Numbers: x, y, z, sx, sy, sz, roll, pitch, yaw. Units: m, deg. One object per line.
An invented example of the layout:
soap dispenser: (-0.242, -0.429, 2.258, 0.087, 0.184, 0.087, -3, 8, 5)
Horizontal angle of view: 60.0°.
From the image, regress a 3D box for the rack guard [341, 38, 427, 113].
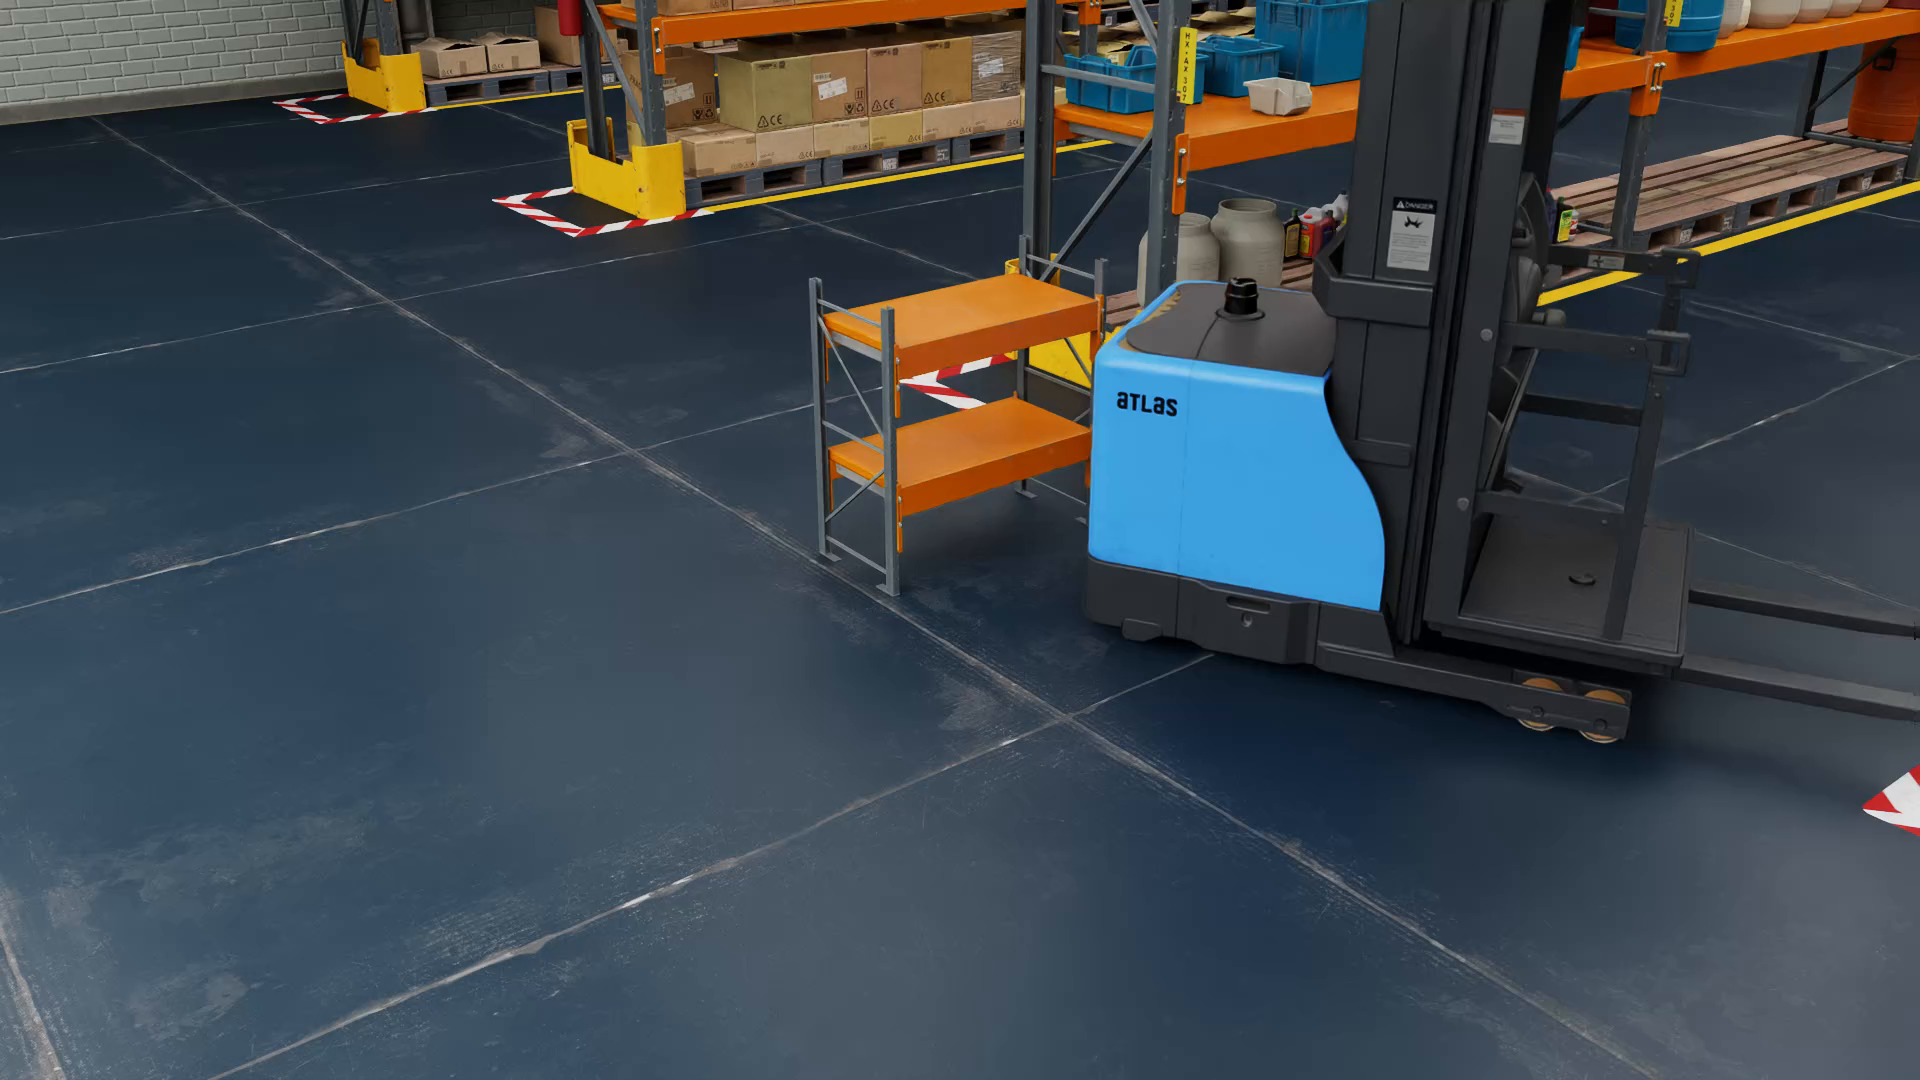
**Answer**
rack guard: (-5.378, -4.341, 15.509, 0.348, 0.500, 1.175, -18, 31, -34)

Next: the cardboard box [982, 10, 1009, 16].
cardboard box: (0.323, -6.394, 19.411, 0.500, 0.500, 0.700, -18, 30, -33)

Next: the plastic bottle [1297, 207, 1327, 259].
plastic bottle: (2.065, -1.816, 9.812, 0.135, 0.276, 0.152, -18, 30, -34)

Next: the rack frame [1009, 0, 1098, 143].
rack frame: (0.769, -4.854, 13.645, 0.127, 3.000, 1.000, -18, 31, -34)

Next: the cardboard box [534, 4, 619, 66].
cardboard box: (-3.781, -4.993, 16.391, 0.500, 0.500, 0.700, -21, 32, -37)

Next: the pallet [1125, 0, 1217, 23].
pallet: (2.484, -6.763, 21.072, 1.213, 0.211, 1.003, -18, 31, -34)

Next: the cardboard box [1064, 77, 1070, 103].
cardboard box: (1.240, -3.820, 14.185, 0.500, 0.250, 0.500, -19, 31, -35)

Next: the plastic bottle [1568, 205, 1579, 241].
plastic bottle: (3.730, -1.945, 10.179, 0.097, 0.201, 0.097, 0, 25, 0)

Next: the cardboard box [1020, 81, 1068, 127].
cardboard box: (0.539, -3.604, 13.720, 0.500, 0.250, 0.500, -18, 31, -34)

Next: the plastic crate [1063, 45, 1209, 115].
plastic crate: (0.884, -2.335, 8.394, 0.616, 0.251, 0.499, -18, 31, -34)

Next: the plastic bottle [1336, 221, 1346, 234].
plastic bottle: (2.266, -1.781, 9.827, 0.097, 0.201, 0.097, 0, 25, 0)

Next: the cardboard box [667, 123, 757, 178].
cardboard box: (-1.819, -2.824, 12.038, 0.500, 0.250, 0.500, -18, 31, -34)

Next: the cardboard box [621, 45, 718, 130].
cardboard box: (-2.140, -3.336, 12.252, 0.500, 0.500, 0.500, -18, 31, -34)

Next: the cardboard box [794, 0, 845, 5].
cardboard box: (-1.199, -4.242, 12.209, 0.500, 0.500, 0.700, -18, 30, -34)

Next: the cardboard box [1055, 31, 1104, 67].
cardboard box: (0.911, -4.252, 14.449, 0.500, 0.311, 0.500, -18, 31, -34)

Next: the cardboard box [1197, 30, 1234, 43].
cardboard box: (2.052, -4.339, 14.638, 0.500, 0.311, 0.500, -19, 31, -36)

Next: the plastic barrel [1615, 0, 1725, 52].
plastic barrel: (4.314, -3.439, 10.002, 0.708, 0.901, 0.600, -18, 31, -34)

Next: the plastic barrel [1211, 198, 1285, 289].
plastic barrel: (1.540, -1.561, 9.008, 0.421, 0.512, 0.421, 0, 25, 0)

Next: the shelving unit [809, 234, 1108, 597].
shelving unit: (0.005, -0.512, 6.517, 1.048, 1.125, 0.538, -18, 31, -34)

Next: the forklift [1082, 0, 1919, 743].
forklift: (2.006, -0.932, 5.276, 3.031, 2.935, 1.130, 10, 27, 21)

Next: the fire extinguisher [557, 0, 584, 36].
fire extinguisher: (-2.758, -3.903, 11.688, 0.183, 0.674, 0.296, -18, 31, -34)

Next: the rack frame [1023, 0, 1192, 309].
rack frame: (0.675, -2.173, 7.869, 0.127, 3.000, 1.000, -18, 31, -34)

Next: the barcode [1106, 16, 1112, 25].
barcode: (1.227, -4.283, 13.722, 0.075, 0.075, 0.001, -18, 31, -34)

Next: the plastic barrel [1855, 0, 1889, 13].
plastic barrel: (6.293, -3.964, 11.595, 0.421, 0.512, 0.421, 0, 25, 0)

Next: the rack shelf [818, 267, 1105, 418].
rack shelf: (0.005, -0.777, 6.394, 1.000, 0.278, 0.538, -18, 31, -34)

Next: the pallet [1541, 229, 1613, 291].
pallet: (3.269, -1.786, 10.348, 1.213, 0.211, 1.003, -18, 31, -34)

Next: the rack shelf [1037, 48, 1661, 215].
rack shelf: (2.249, -2.366, 9.140, 4.000, 0.370, 1.077, -18, 31, -34)

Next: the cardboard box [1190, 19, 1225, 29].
cardboard box: (2.108, -4.647, 15.301, 0.500, 0.311, 0.500, -19, 31, -35)

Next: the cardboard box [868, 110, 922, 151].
cardboard box: (-0.638, -3.213, 12.877, 0.500, 0.250, 0.500, -18, 31, -34)

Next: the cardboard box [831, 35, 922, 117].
cardboard box: (-0.637, -3.553, 12.718, 0.500, 0.500, 0.500, -18, 31, -34)

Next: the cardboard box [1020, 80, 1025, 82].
cardboard box: (0.217, -3.777, 14.093, 0.500, 0.250, 0.500, -18, 31, -34)

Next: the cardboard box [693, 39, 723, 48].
cardboard box: (-2.693, -5.259, 17.362, 0.380, 0.166, 0.250, 22, 33, 39)

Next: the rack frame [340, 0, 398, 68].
rack frame: (-5.438, -5.455, 14.940, 0.127, 3.000, 1.000, -18, 31, -34)

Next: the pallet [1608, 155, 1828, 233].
pallet: (5.378, -2.483, 11.849, 1.213, 0.211, 1.003, -18, 31, -34)

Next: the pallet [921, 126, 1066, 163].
pallet: (0.118, -3.396, 13.817, 1.213, 0.211, 1.003, -18, 31, -34)

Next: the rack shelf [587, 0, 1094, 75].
rack shelf: (-0.805, -4.008, 12.677, 4.000, 0.370, 1.077, -18, 31, -34)

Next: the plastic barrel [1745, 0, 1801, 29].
plastic barrel: (5.288, -3.640, 10.869, 0.433, 0.535, 0.433, 0, 25, 0)

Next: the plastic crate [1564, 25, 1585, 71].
plastic crate: (3.119, -2.767, 9.326, 0.616, 0.251, 0.499, -18, 31, -34)

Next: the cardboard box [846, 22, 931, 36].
cardboard box: (-0.576, -3.861, 13.382, 0.500, 0.500, 0.500, -18, 31, -34)

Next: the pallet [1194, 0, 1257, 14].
pallet: (3.444, -7.082, 21.758, 1.213, 0.211, 1.003, -18, 31, -34)

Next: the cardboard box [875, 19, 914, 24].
cardboard box: (-0.919, -6.026, 18.618, 0.500, 0.500, 0.700, -18, 30, -33)
